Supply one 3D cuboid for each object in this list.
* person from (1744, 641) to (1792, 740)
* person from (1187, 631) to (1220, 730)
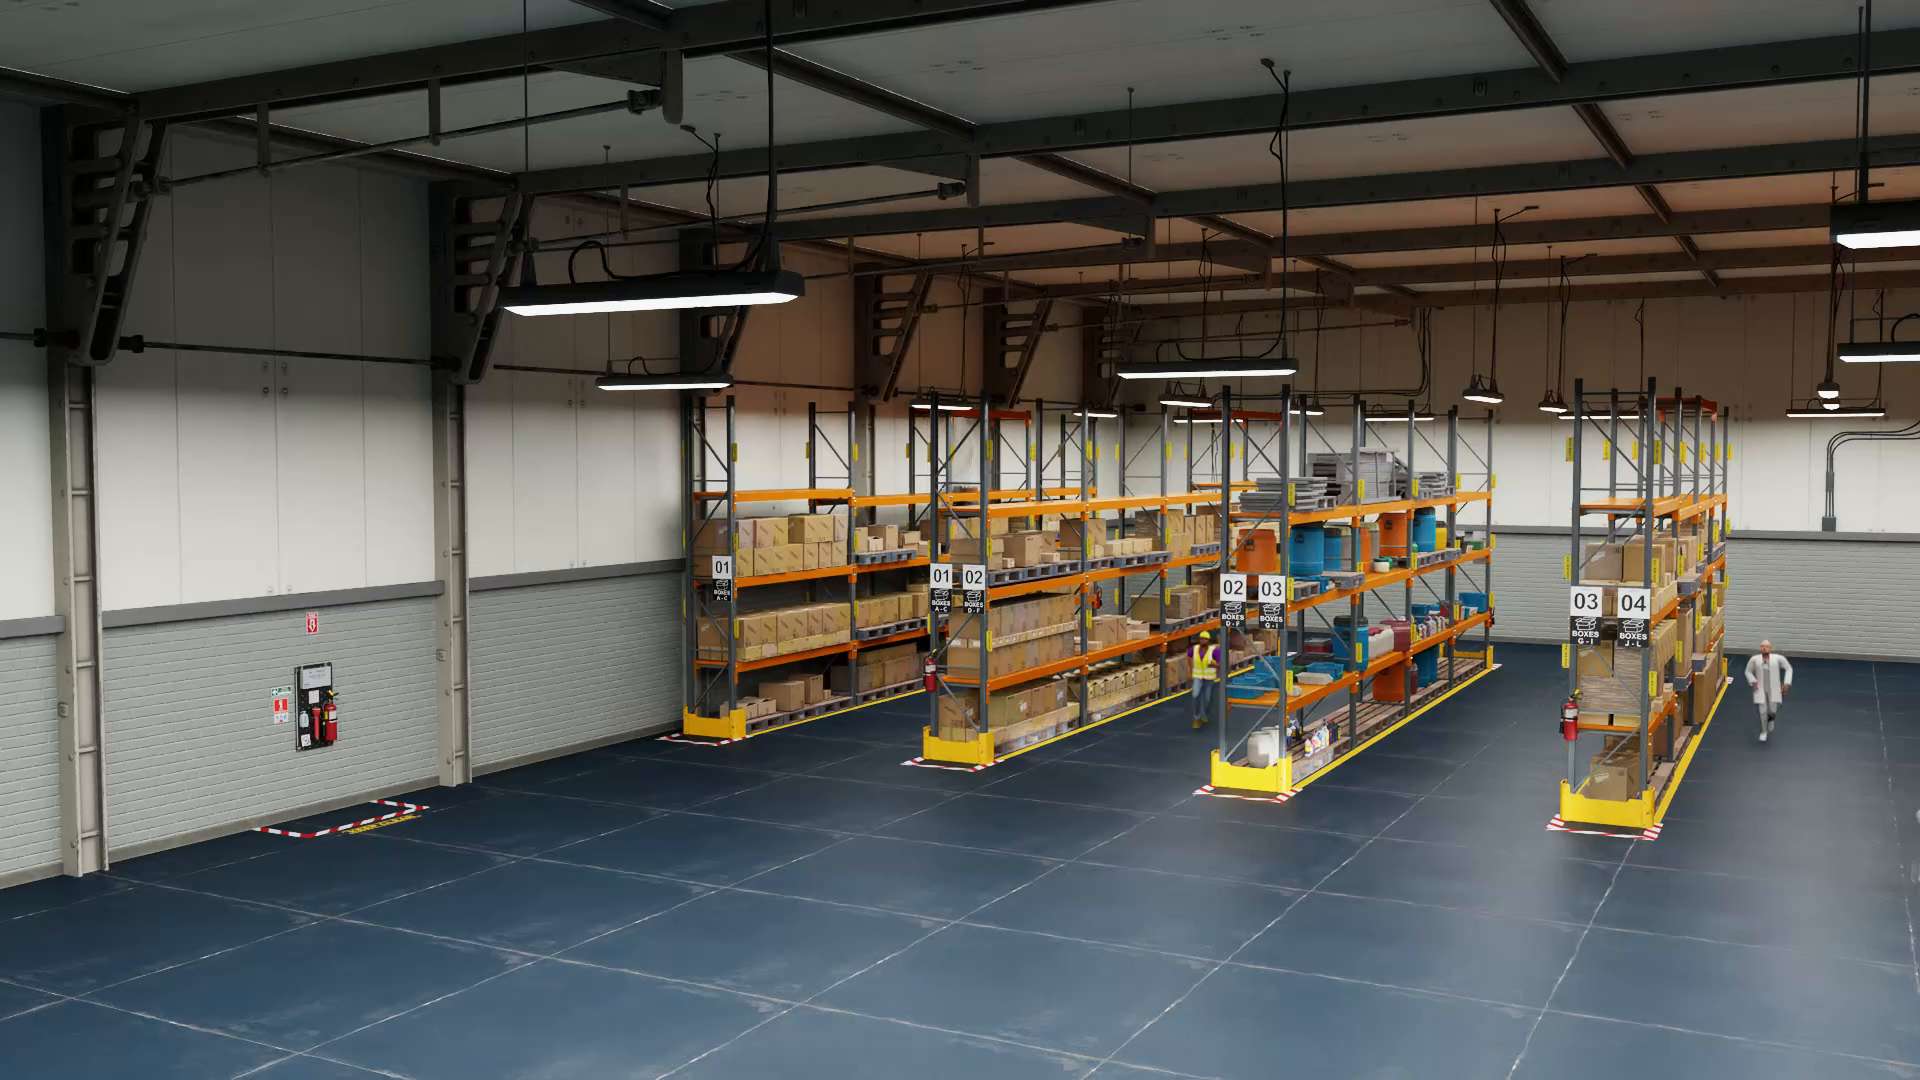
[{"bbox_3d":[14.048,2.619,28.933,0.739,1.742,0.701,2,3,31],"label":"person"},{"bbox_3d":[4.449,2.545,30.224,0.675,1.798,0.789,1,3,13],"label":"person"}]
